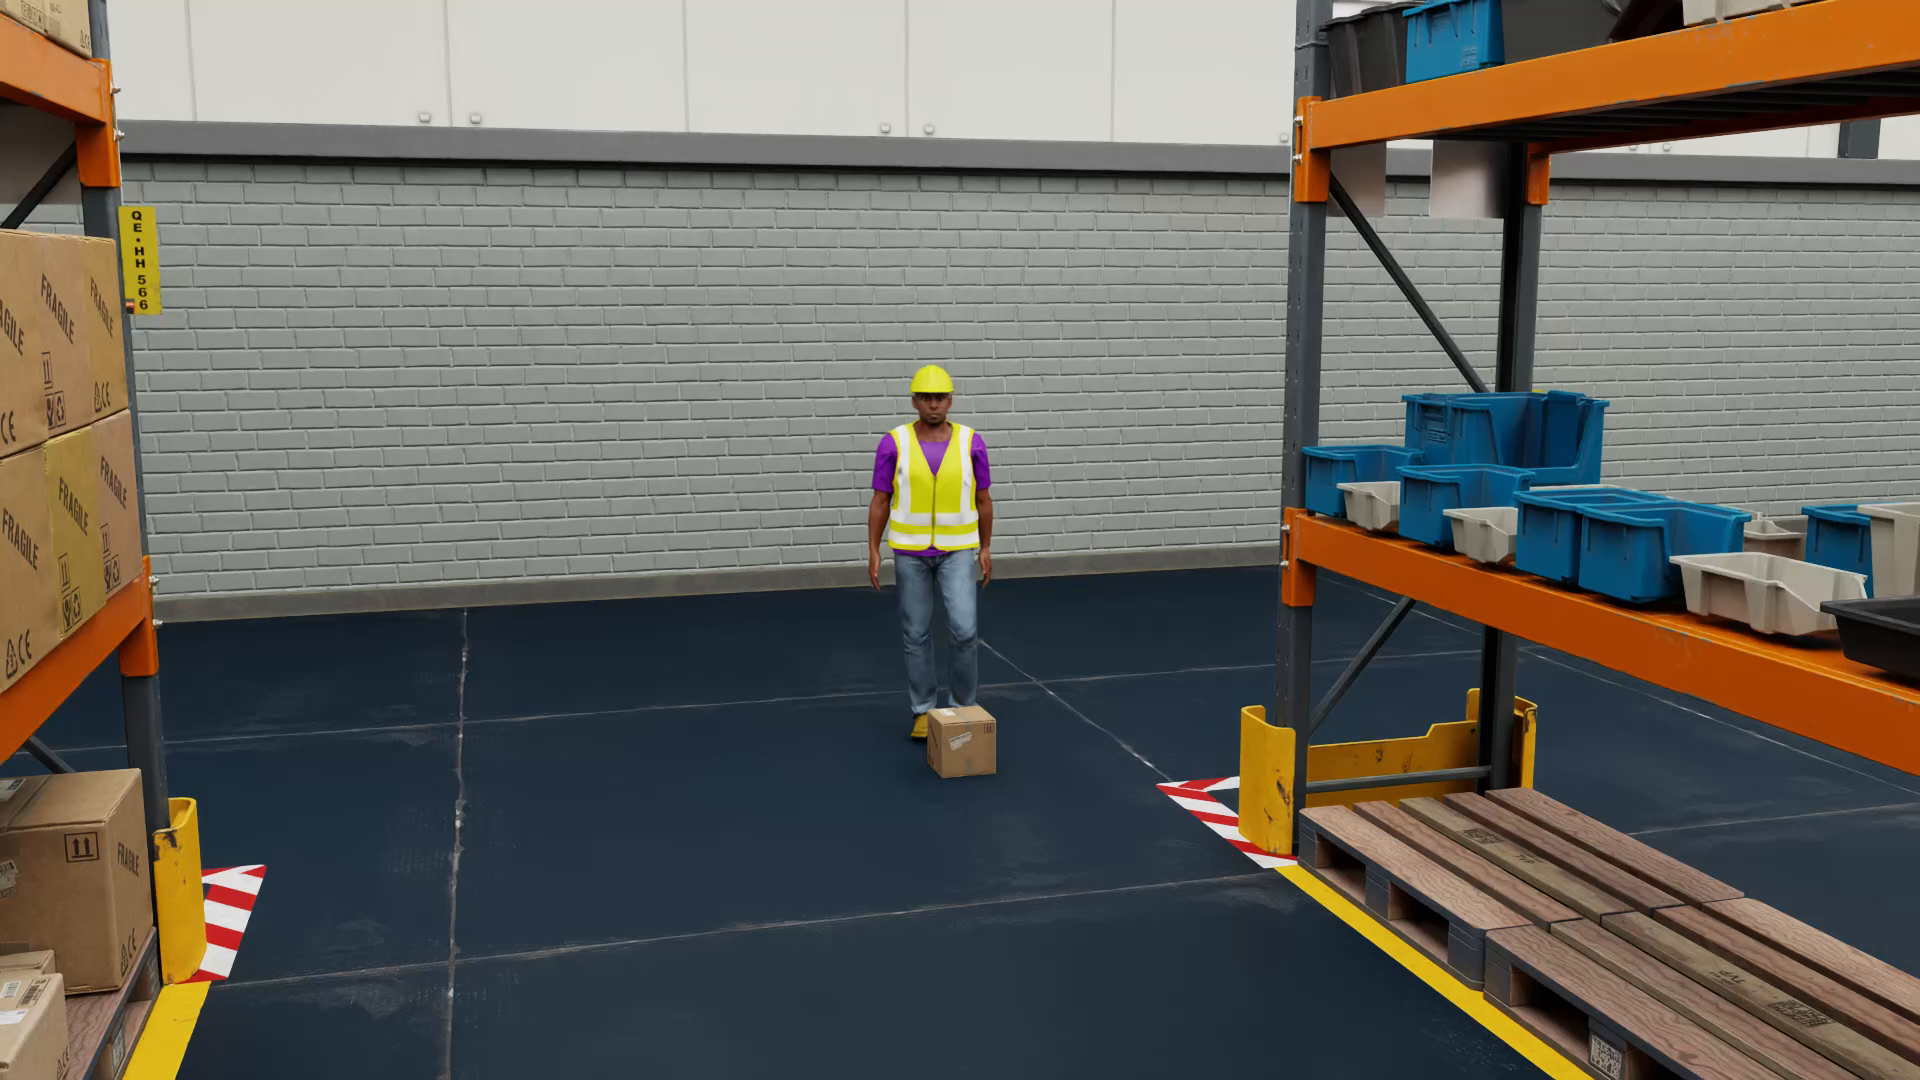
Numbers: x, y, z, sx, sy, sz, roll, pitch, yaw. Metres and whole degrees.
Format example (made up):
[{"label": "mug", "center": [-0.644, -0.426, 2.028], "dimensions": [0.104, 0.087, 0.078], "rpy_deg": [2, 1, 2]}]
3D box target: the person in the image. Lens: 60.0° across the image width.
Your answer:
[{"label": "person", "center": [-0.137, 0.084, 7.826], "dimensions": [0.591, 1.806, 0.453], "rpy_deg": [0, 9, -1]}]
